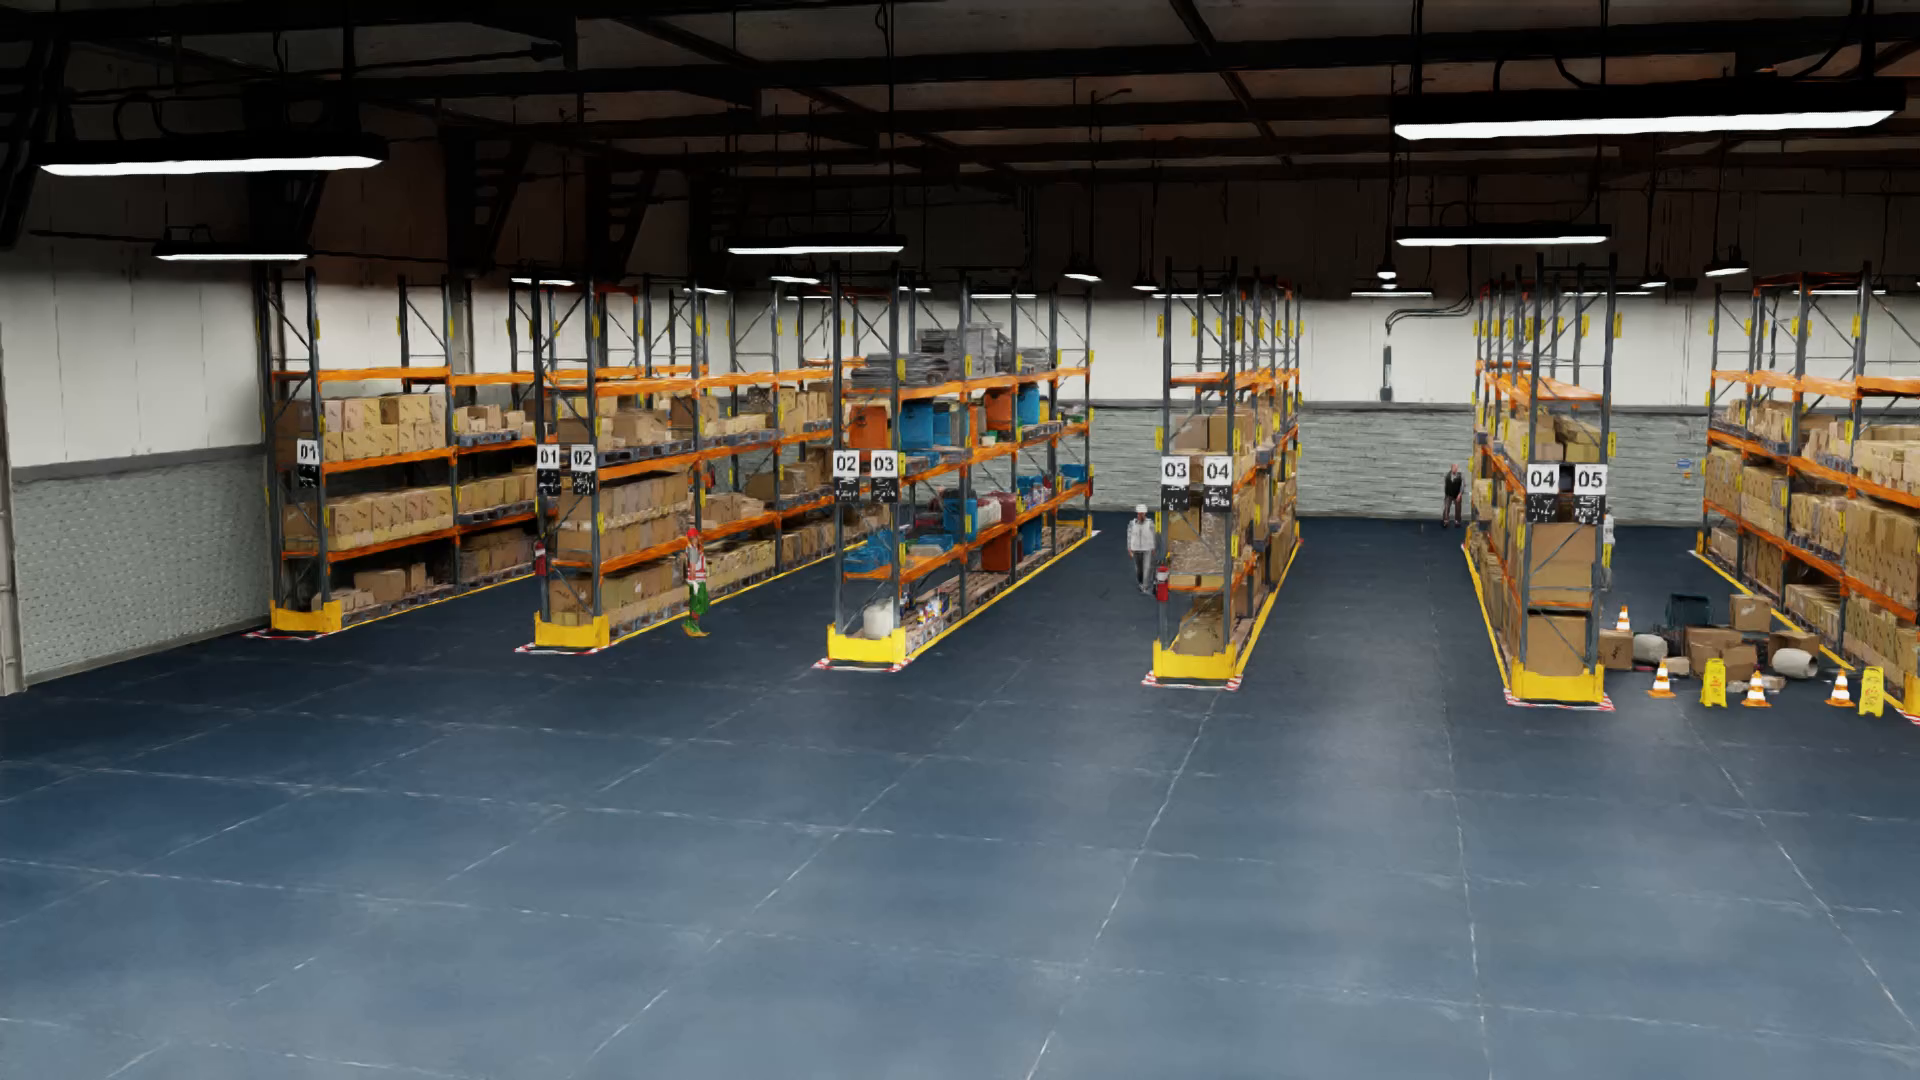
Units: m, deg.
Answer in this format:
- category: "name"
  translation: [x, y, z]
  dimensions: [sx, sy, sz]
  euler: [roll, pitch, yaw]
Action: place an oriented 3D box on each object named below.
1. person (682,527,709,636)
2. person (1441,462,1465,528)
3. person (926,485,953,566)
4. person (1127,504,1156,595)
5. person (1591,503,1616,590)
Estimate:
- category: "person"
  translation: [-4.324, 0.690, 27.051]
  dimensions: [0.443, 1.786, 0.598]
  euler: [-2, 7, -12]
- category: "person"
  translation: [12.445, -1.168, 41.884]
  dimensions: [0.538, 1.614, 1.032]
  euler: [3, 8, 23]
- category: "person"
  translation: [-0.363, -0.311, 35.181]
  dimensions: [0.729, 1.733, 0.546]
  euler: [2, 7, 13]
- category: "person"
  translation: [3.433, 0.150, 31.570]
  dimensions: [0.543, 1.700, 1.104]
  euler: [2, 8, 17]
- category: "person"
  translation: [12.367, 0.111, 31.989]
  dimensions: [0.574, 1.664, 0.549]
  euler: [-7, 10, -43]
